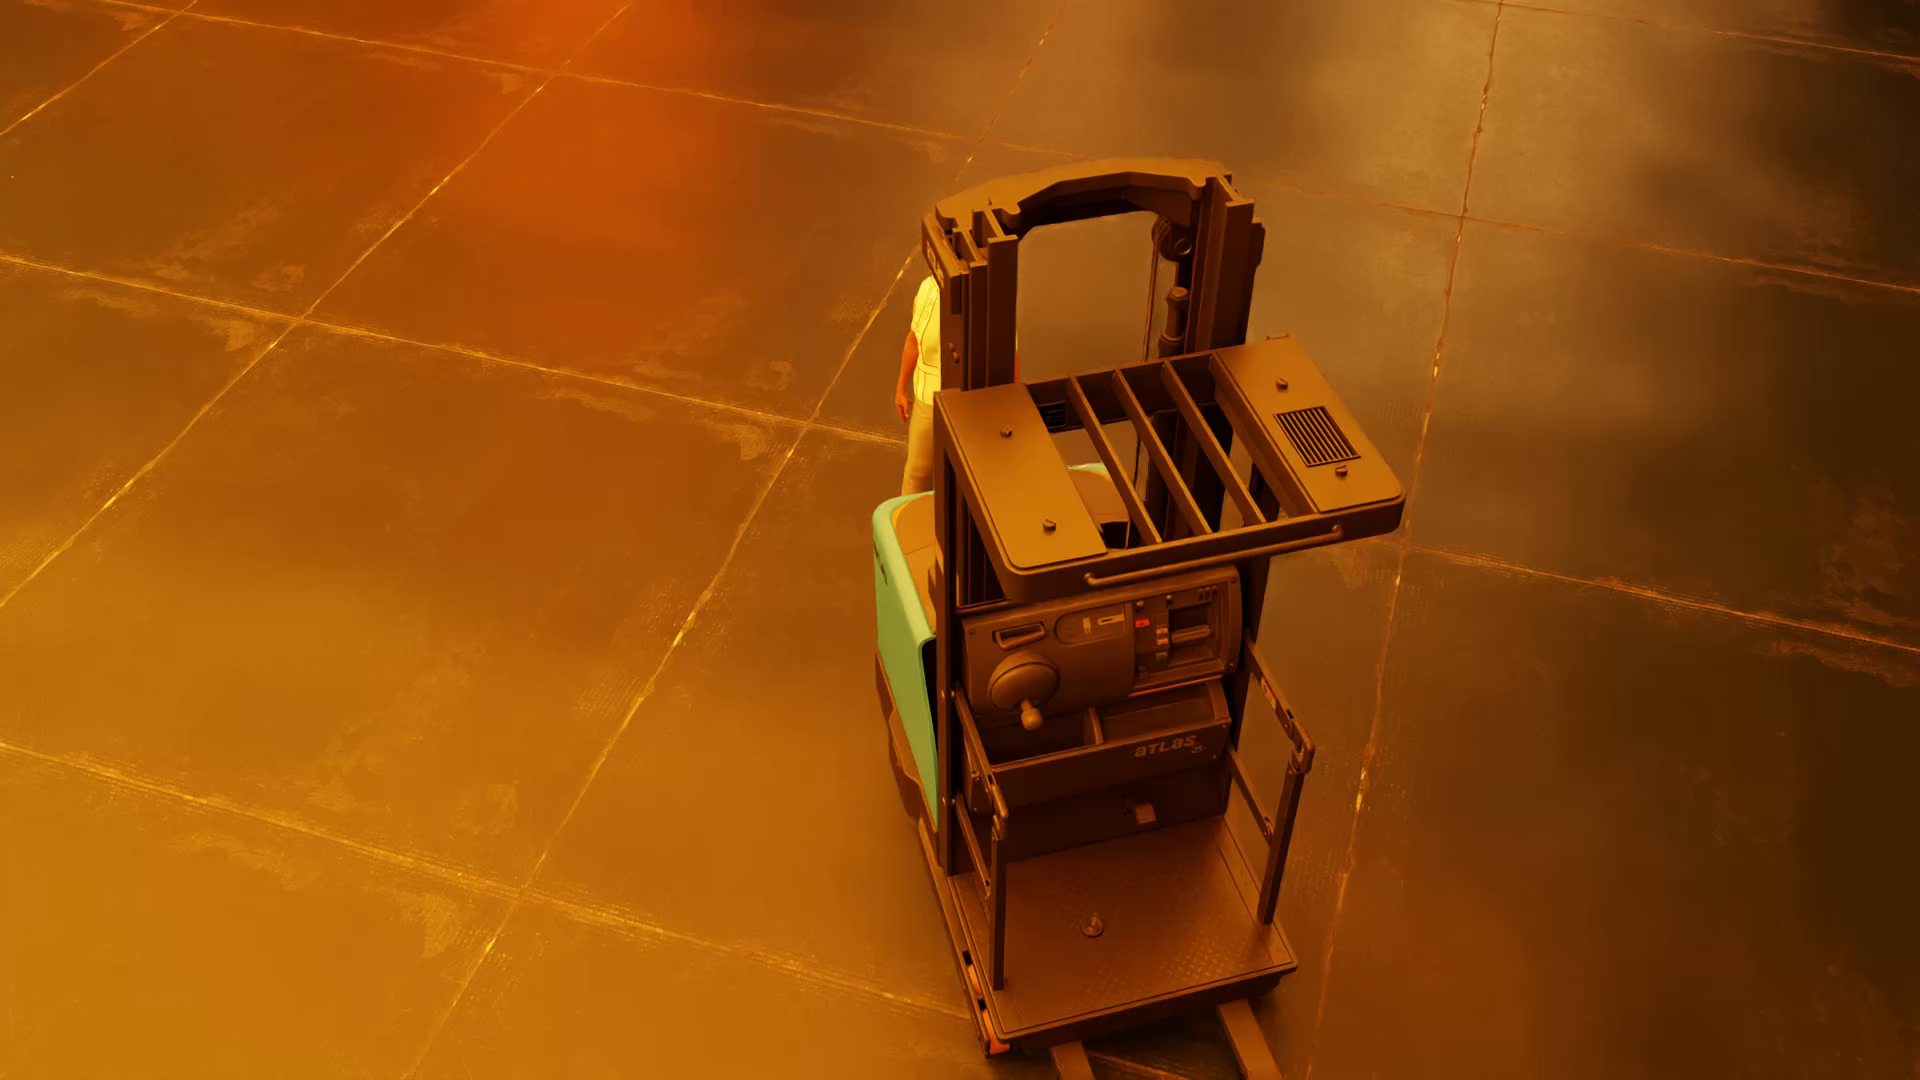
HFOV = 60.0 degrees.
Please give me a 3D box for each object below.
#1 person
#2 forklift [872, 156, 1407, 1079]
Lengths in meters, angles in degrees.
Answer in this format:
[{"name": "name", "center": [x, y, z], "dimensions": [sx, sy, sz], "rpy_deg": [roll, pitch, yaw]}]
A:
[{"name": "person", "center": [-0.044, -0.573, 7.209], "dimensions": [0.566, 1.697, 0.520], "rpy_deg": [12, 44, 13]}, {"name": "forklift", "center": [0.527, 0.441, 5.214], "dimensions": [1.130, 2.935, 3.031], "rpy_deg": [-11, 44, -11]}]
